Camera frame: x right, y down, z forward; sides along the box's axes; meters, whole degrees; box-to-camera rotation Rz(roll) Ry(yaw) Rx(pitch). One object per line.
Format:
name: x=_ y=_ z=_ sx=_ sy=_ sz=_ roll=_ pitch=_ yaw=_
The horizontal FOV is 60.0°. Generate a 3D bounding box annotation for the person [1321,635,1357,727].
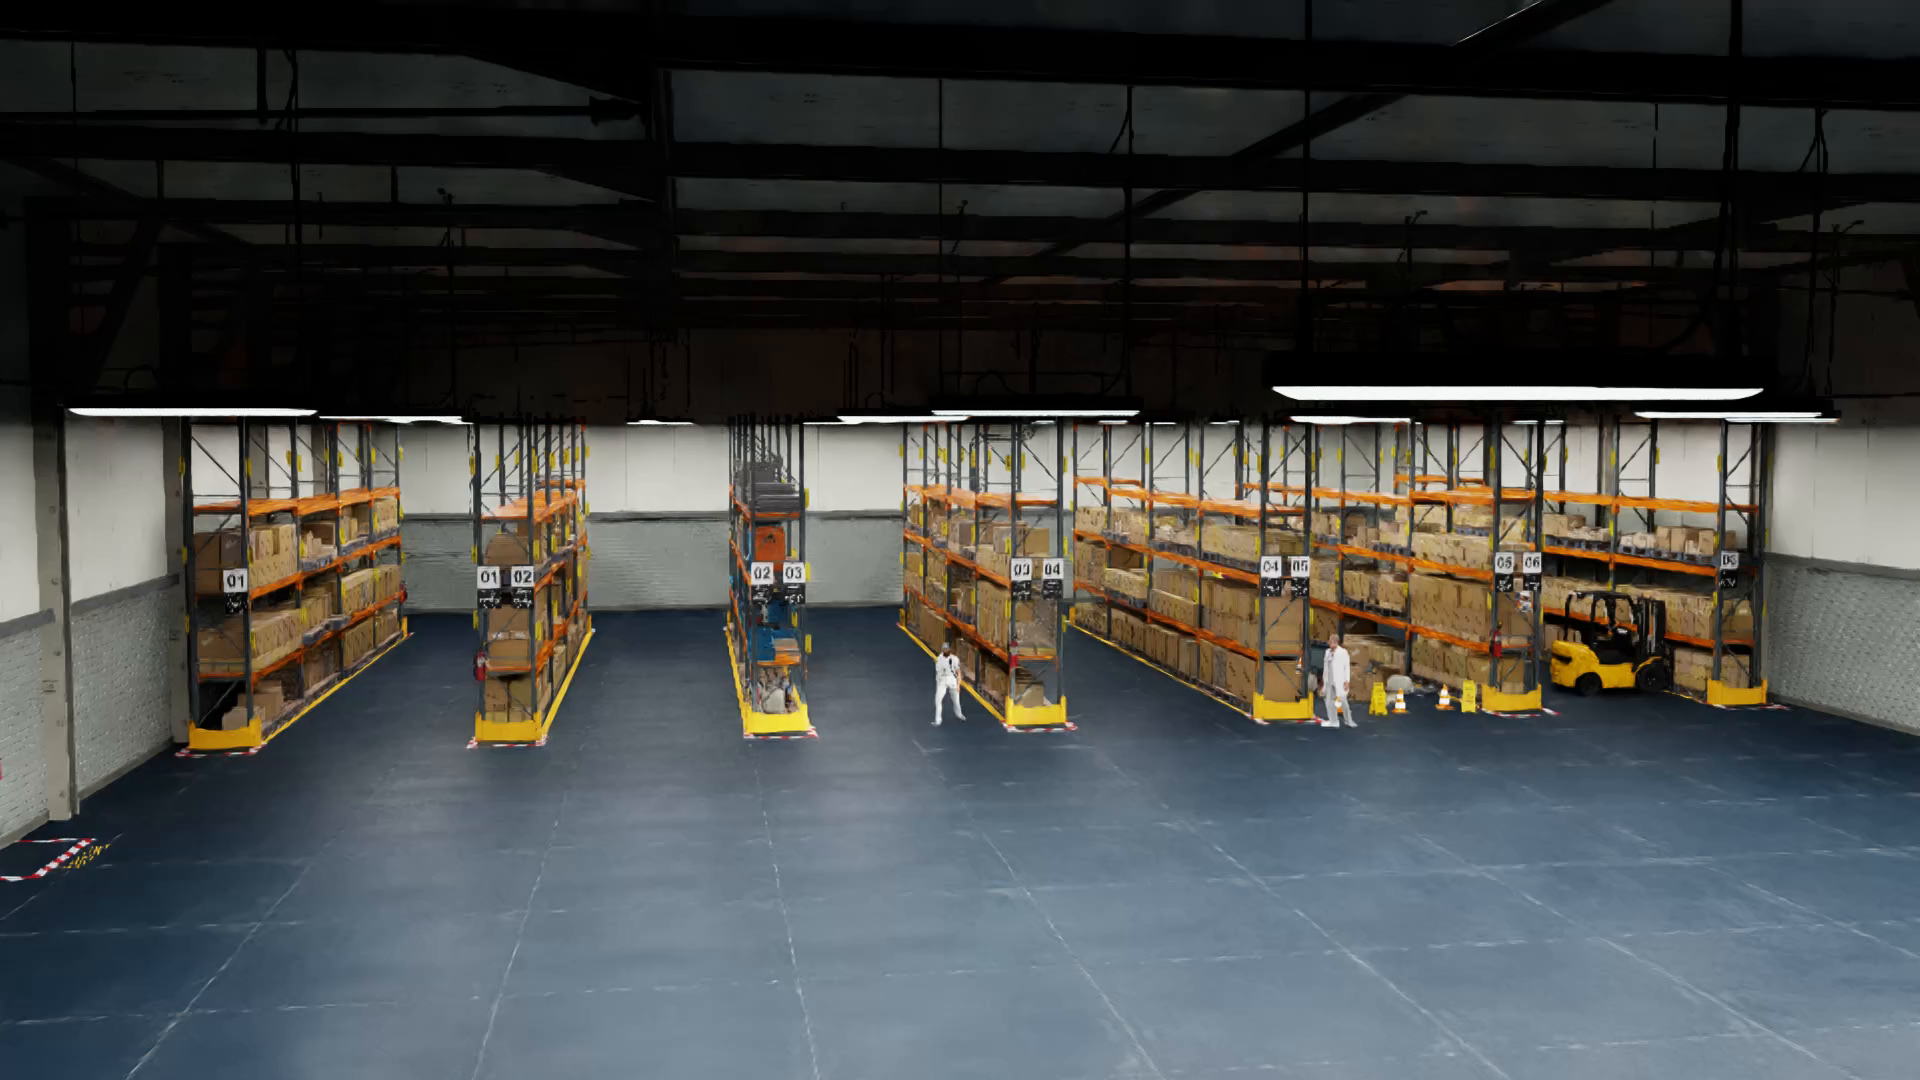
person: x=7.225 y=2.687 z=31.770 sx=0.595 sy=1.767 sz=0.692 roll=-3 pitch=5 yaw=-39

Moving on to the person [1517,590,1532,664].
person: x=13.652 y=2.083 z=40.304 sx=0.576 sy=1.768 sz=0.624 roll=1 pitch=4 yaw=14

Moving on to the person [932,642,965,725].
person: x=-0.216 y=2.743 z=32.035 sx=0.531 sy=1.600 sz=0.945 roll=1 pitch=4 yaw=12

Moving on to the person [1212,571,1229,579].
person: x=7.939 y=1.422 z=50.475 sx=0.746 sy=1.764 sz=0.482 roll=3 pitch=5 yaw=40
